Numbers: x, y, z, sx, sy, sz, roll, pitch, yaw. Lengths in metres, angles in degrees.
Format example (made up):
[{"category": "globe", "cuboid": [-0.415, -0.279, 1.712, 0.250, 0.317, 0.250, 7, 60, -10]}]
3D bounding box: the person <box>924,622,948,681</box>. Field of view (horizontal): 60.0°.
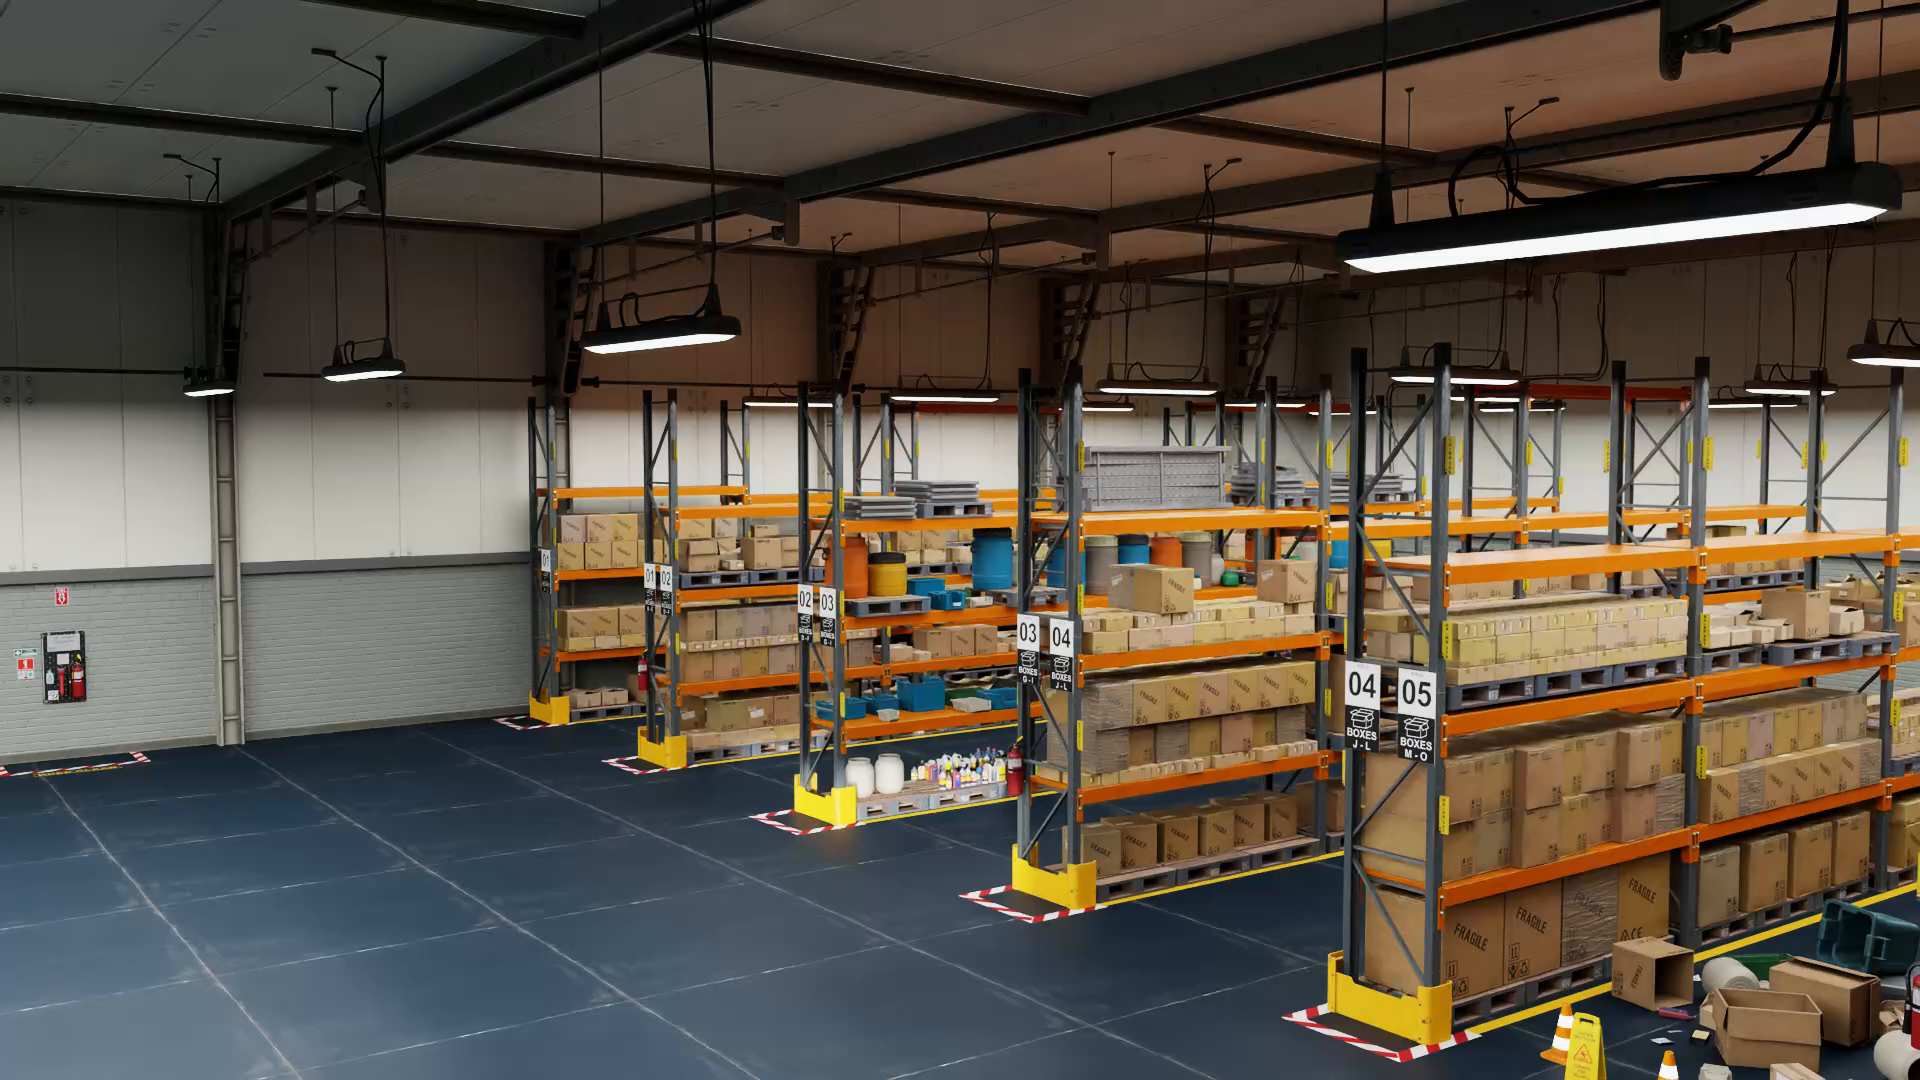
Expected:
[{"category": "person", "cuboid": [-0.418, 2.350, 32.477, 0.453, 1.789, 0.656, 3, 5, 43]}]
